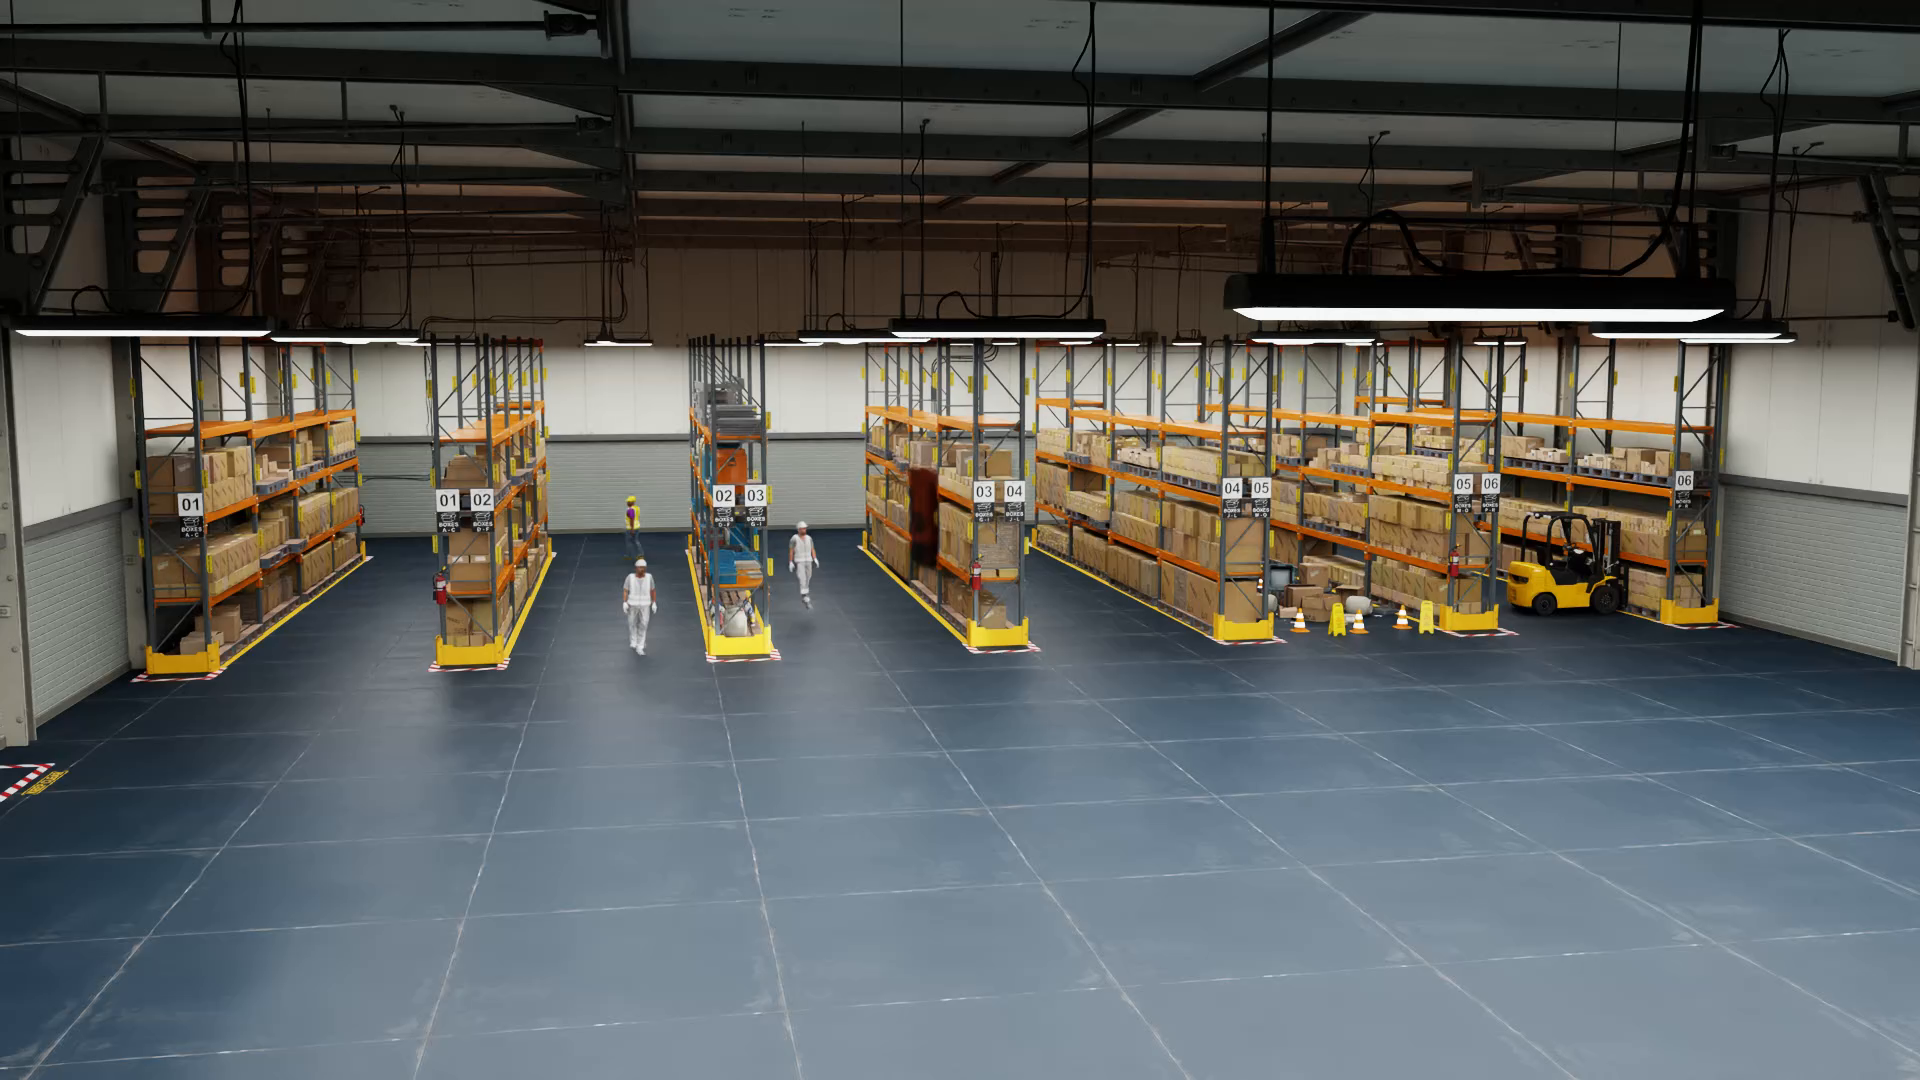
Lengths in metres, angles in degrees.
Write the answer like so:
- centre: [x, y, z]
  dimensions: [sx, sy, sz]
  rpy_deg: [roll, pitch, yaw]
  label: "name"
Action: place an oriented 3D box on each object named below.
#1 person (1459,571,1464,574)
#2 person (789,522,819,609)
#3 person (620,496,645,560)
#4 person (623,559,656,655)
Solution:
- centre: [11.344, 0.564, 37.922]
  dimensions: [0.512, 1.662, 0.516]
  rpy_deg: [-1, 7, -12]
  label: "person"
- centre: [-3.245, 0.529, 35.178]
  dimensions: [0.580, 1.805, 0.731]
  rpy_deg: [-5, 8, -34]
  label: "person"
- centre: [-8.940, -0.312, 45.246]
  dimensions: [0.723, 1.777, 0.622]
  rpy_deg: [2, 7, 14]
  label: "person"
- centre: [-6.077, 1.261, 31.557]
  dimensions: [0.656, 1.802, 0.734]
  rpy_deg: [-2, 7, -18]
  label: "person"
